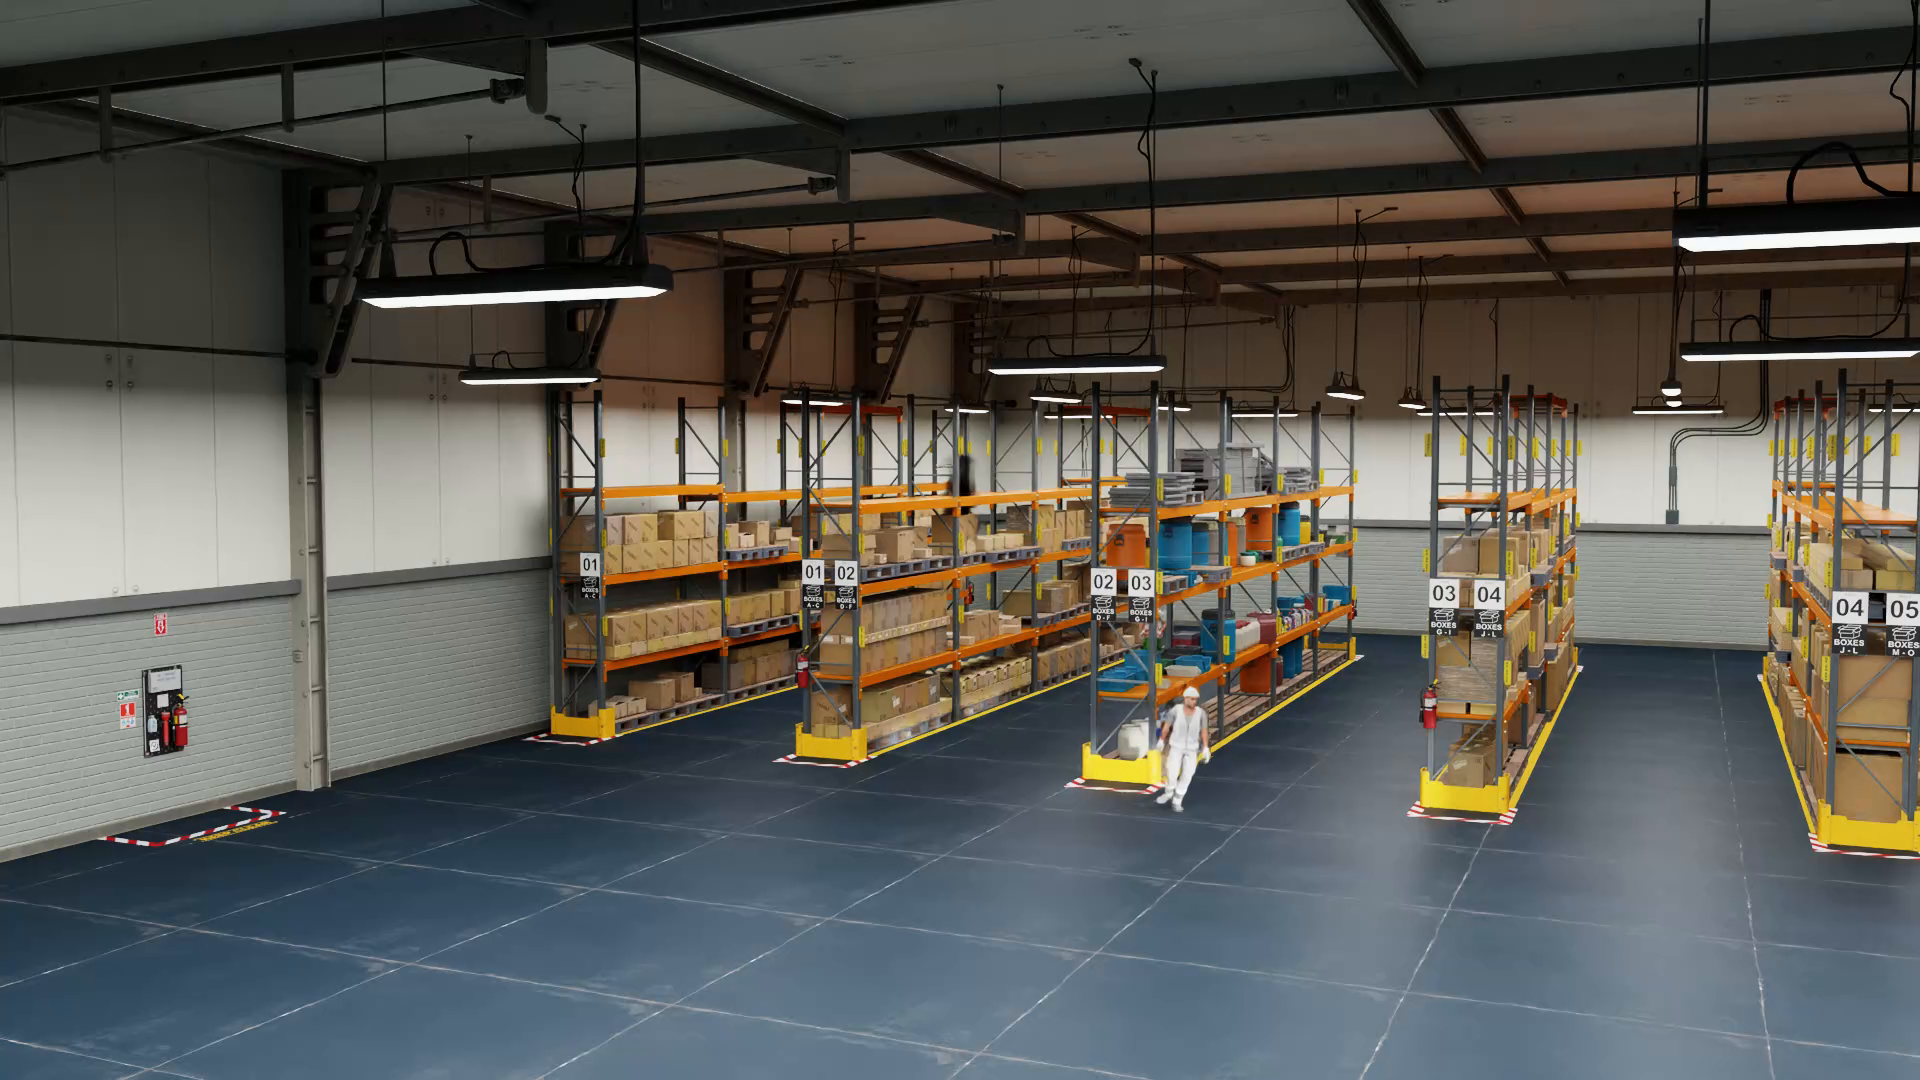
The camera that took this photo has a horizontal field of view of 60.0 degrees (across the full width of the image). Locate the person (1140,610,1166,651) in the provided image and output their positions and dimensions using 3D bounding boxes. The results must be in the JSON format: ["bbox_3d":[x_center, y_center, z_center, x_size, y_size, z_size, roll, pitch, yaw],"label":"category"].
[{"bbox_3d":[4.221,2.134,35.948,0.652,1.802,0.823,2,4,30],"label":"person"}]

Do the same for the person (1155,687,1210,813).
[{"bbox_3d":[3.061,2.878,22.846,0.684,1.762,0.595,0,3,-7],"label":"person"}]

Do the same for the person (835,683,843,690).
[{"bbox_3d":[-2.469,2.314,33.187,0.604,1.774,0.832,1,3,19],"label":"person"}]
